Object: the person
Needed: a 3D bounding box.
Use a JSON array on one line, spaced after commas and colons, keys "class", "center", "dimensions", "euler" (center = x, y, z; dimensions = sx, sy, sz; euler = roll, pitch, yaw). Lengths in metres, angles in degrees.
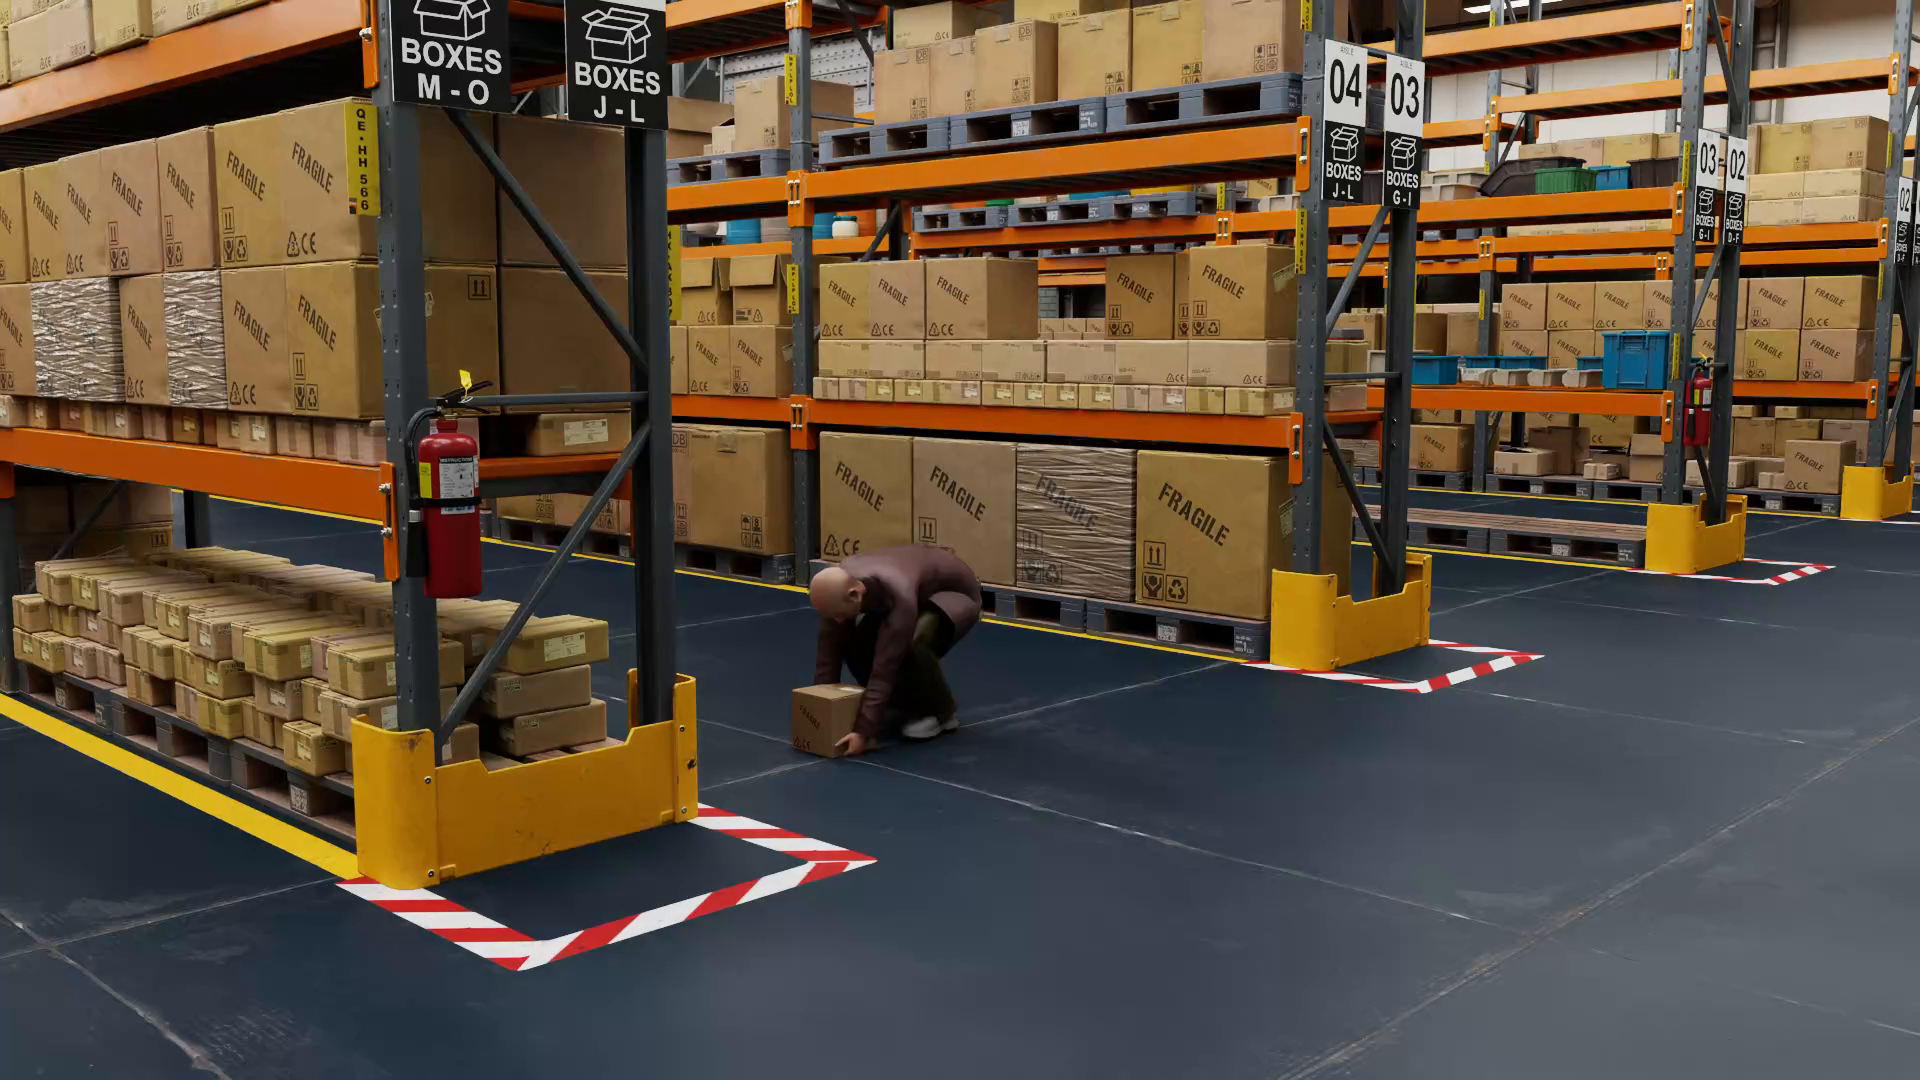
[{"class": "person", "center": [-0.292, 0.452, 7.156], "dimensions": [0.572, 0.837, 0.948], "euler": [6, 9, 42]}]
